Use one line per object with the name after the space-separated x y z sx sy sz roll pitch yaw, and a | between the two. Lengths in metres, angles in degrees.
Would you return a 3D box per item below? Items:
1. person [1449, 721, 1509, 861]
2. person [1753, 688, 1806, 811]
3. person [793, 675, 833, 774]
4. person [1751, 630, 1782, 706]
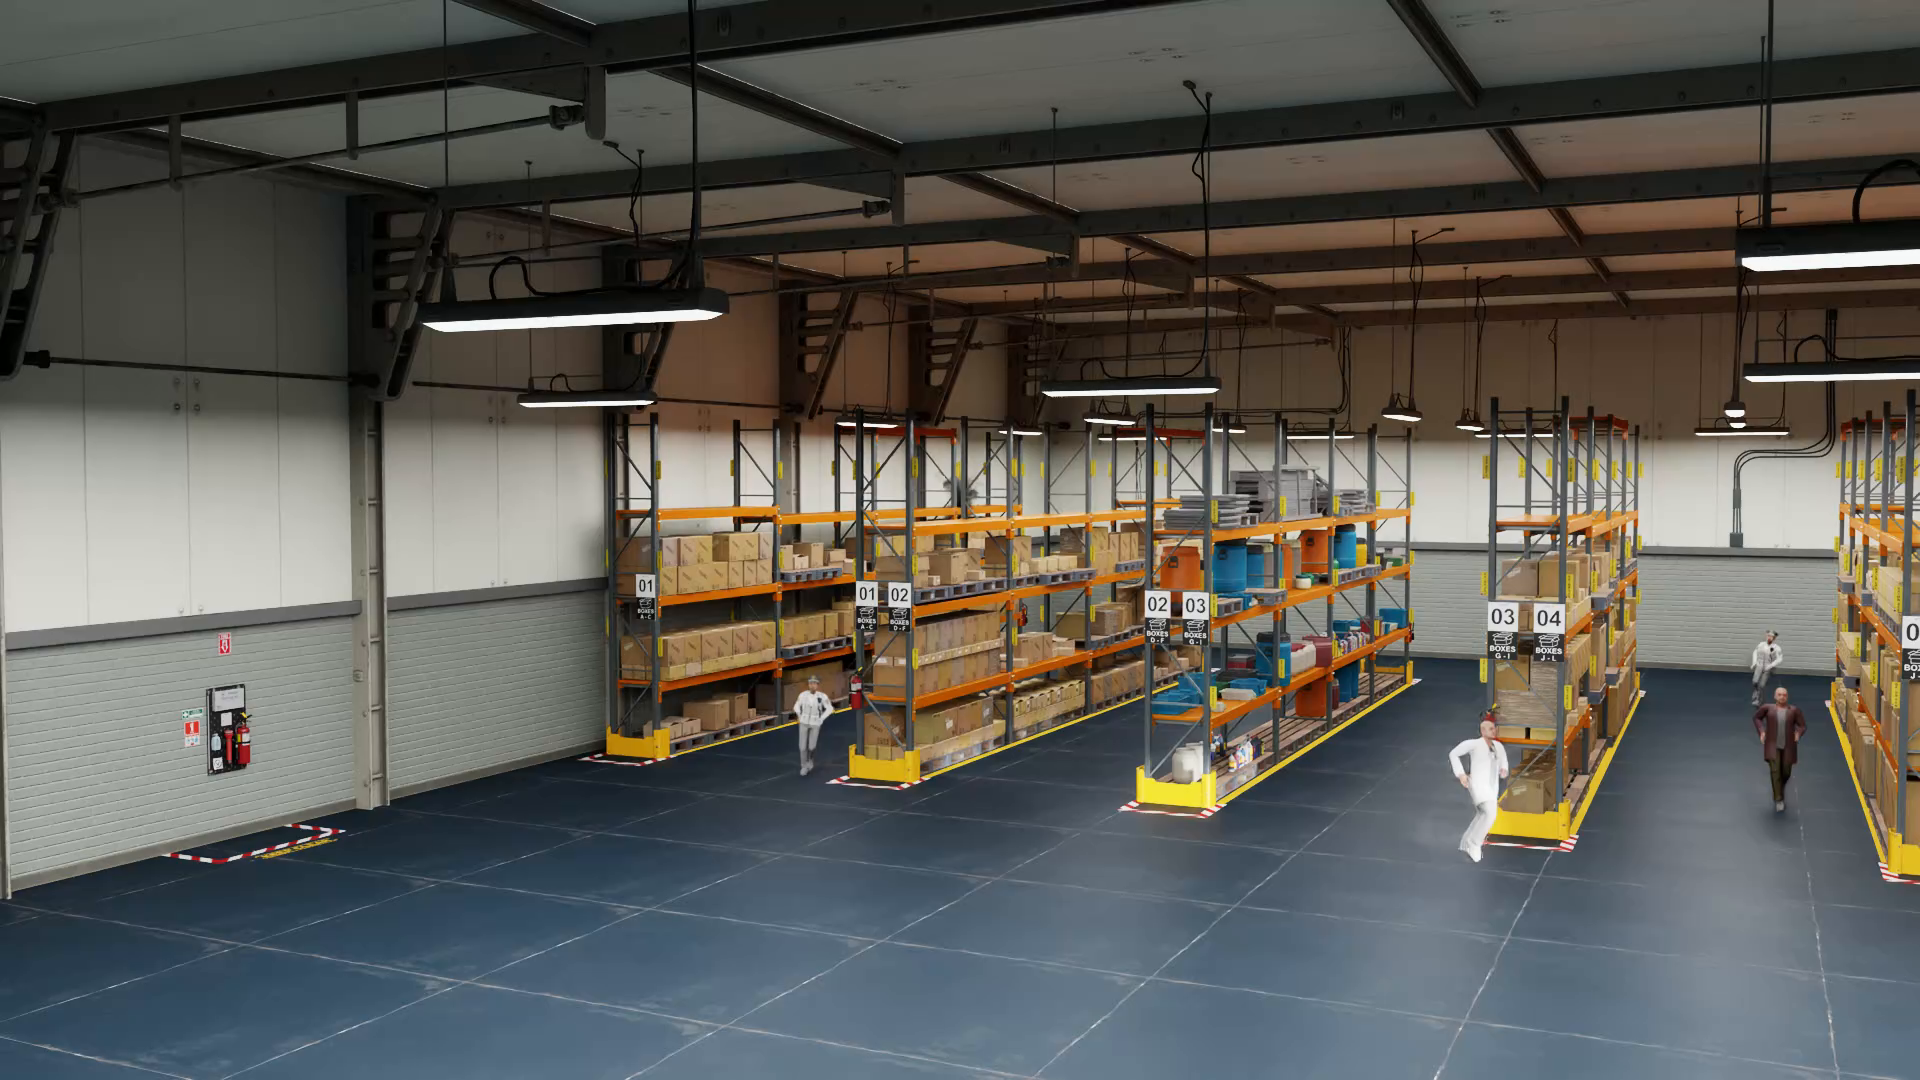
6.781 3.230 21.510 0.717 1.780 0.658 -1 3 -31 | person
12.215 3.085 24.784 0.710 1.779 0.970 1 3 21 | person
-2.435 3.031 27.268 0.632 1.647 0.558 0 2 7 | person
17.046 2.711 35.187 0.627 1.624 0.513 2 3 43 | person
